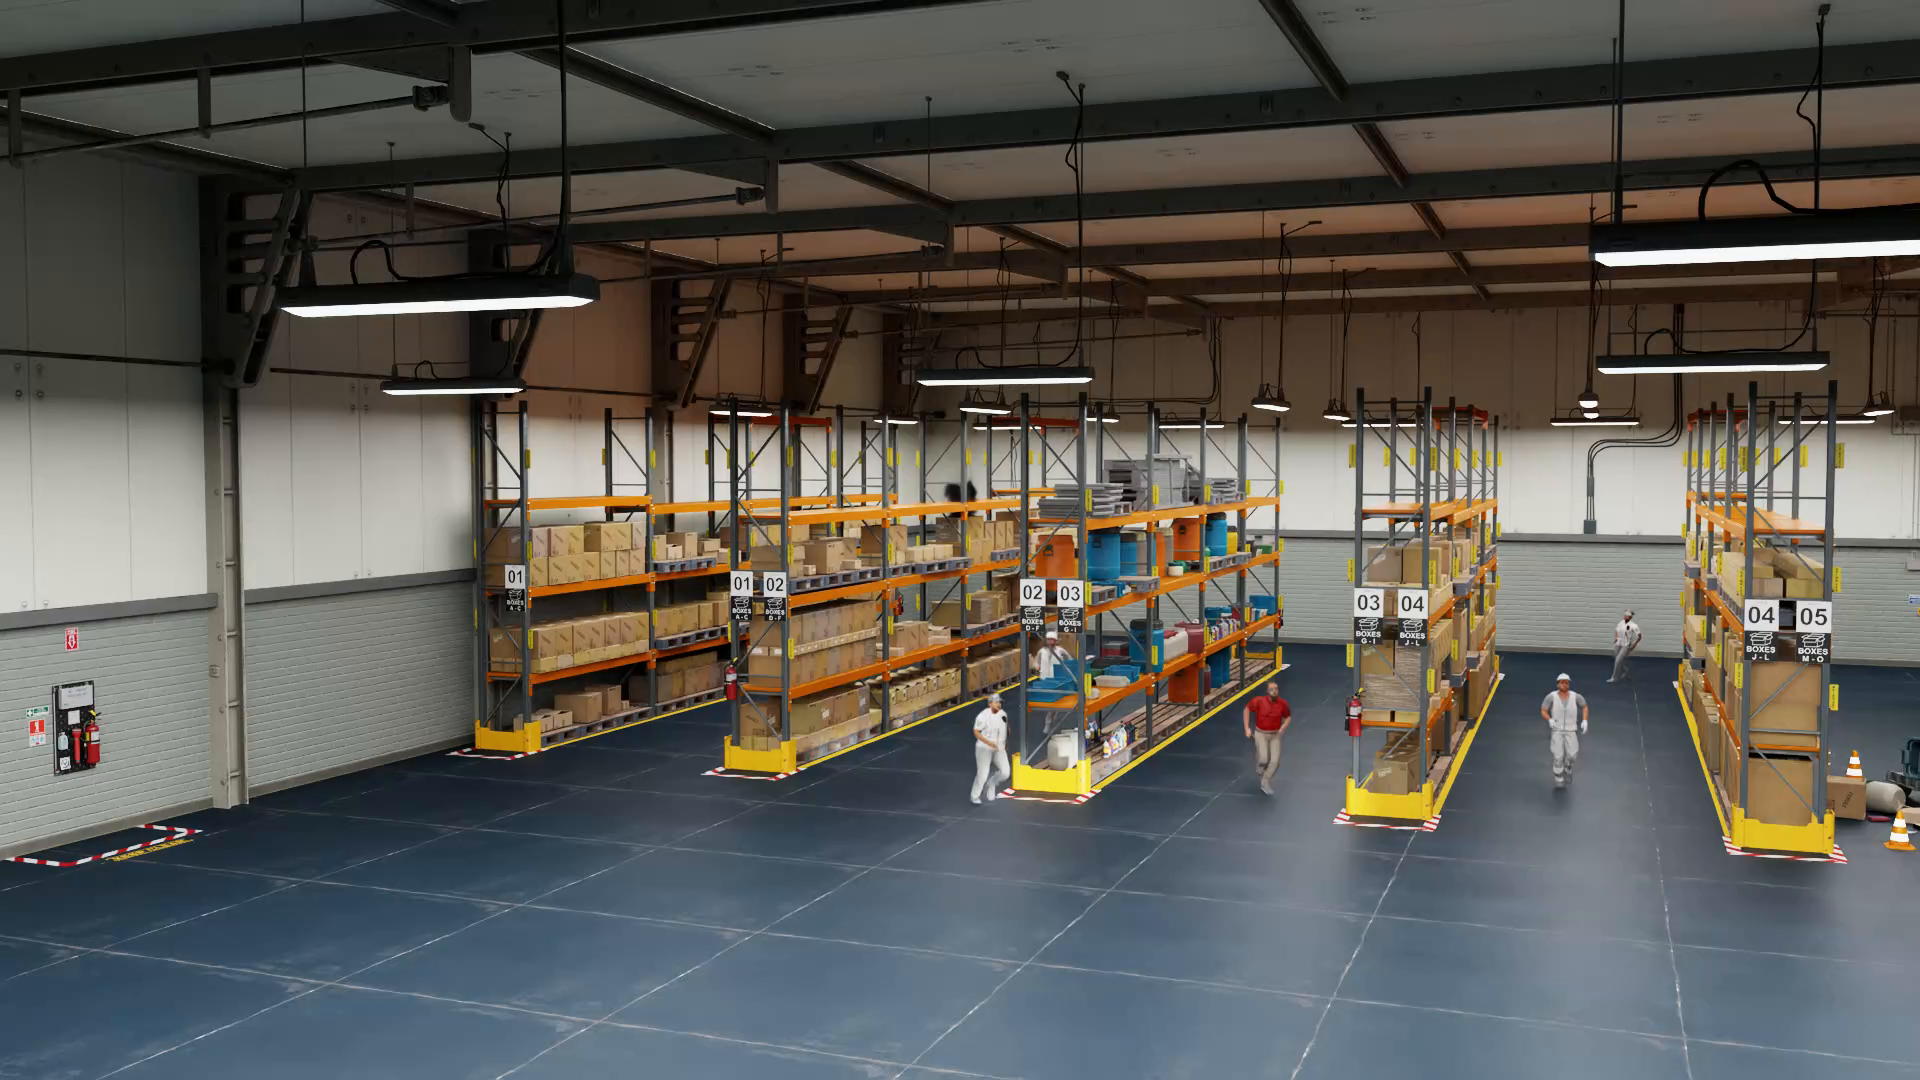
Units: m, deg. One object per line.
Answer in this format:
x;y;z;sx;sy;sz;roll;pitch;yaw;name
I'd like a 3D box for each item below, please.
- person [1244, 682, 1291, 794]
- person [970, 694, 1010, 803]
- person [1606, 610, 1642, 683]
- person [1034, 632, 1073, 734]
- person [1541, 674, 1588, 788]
4.636;2.960;25.041;0.701;1.675;0.708;0;3;-3;person
0.489;3.015;24.043;0.641;1.603;0.630;-1;3;-25;person
14.875;2.368;37.139;0.776;1.648;0.678;-2;3;-34;person
1.693;2.582;30.448;0.690;1.816;0.922;1;3;19;person
9.162;2.894;25.170;0.700;1.743;0.602;1;3;13;person
